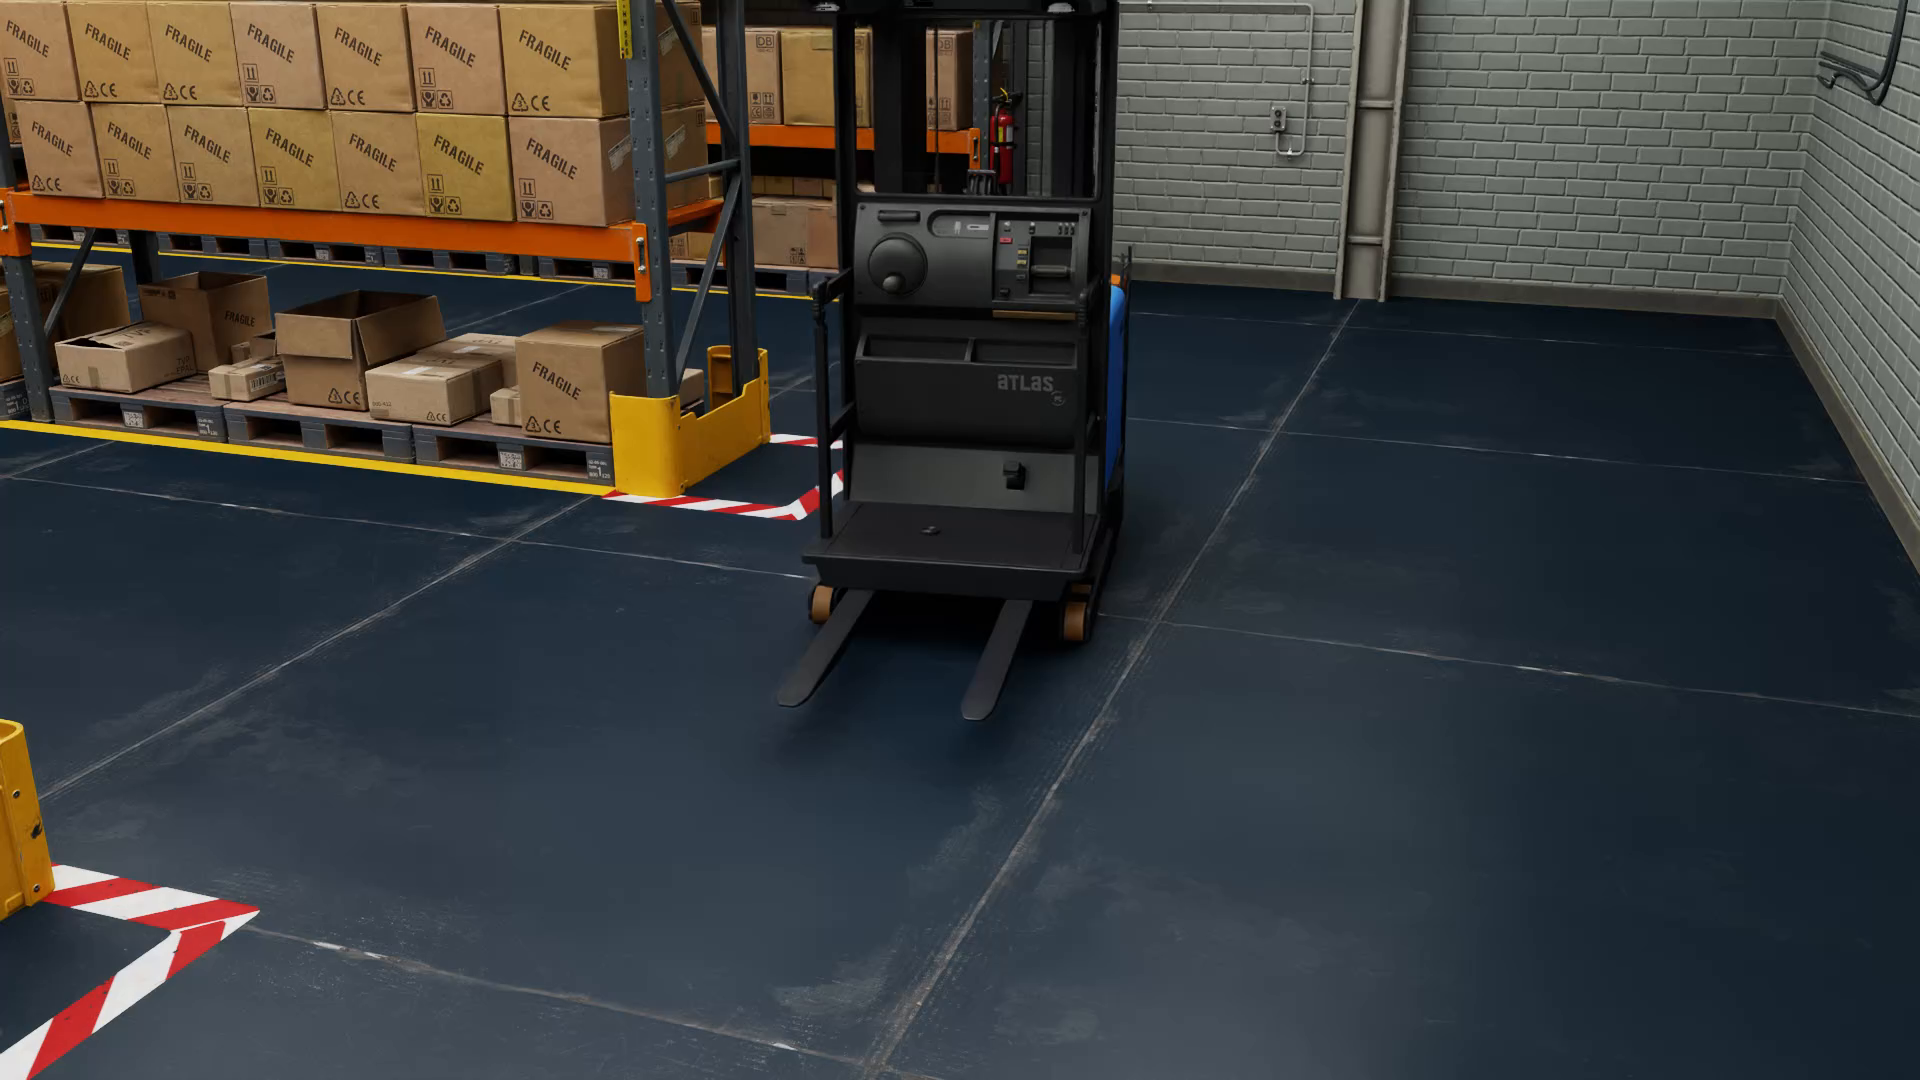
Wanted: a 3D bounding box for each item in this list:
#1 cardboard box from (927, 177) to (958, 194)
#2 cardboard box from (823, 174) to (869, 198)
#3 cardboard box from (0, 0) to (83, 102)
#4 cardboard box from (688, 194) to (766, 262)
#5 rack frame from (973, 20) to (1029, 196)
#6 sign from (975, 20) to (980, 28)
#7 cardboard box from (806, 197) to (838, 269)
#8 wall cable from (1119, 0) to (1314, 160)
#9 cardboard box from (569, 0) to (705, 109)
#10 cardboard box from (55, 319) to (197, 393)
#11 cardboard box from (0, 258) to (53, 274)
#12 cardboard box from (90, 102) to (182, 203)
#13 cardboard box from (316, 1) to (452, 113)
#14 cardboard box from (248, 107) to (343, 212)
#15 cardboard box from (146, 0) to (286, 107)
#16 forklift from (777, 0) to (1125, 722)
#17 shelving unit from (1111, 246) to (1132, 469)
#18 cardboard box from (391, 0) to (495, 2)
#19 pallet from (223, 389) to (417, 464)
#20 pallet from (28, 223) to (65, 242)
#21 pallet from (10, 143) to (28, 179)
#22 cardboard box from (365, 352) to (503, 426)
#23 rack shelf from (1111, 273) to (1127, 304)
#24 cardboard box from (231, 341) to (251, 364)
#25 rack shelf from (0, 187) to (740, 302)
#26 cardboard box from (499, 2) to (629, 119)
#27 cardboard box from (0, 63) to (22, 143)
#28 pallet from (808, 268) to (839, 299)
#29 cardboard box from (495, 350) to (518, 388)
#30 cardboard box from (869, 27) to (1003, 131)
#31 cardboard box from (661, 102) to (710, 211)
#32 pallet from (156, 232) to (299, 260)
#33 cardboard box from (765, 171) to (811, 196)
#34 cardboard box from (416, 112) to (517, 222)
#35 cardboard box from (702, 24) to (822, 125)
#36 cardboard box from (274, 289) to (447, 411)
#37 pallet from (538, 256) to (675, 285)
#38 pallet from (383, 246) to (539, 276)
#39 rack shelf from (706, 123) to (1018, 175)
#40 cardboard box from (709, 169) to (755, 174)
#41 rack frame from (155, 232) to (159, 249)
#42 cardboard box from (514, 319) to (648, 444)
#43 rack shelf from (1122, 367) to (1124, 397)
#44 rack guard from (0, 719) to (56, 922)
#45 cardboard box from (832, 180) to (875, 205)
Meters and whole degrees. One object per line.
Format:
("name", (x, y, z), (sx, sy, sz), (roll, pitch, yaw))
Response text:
("cardboard box", (-0.194, -2.765, 13.126), (0.250, 0.149, 0.380), (7, 20, 18))
("cardboard box", (-0.910, -2.847, 13.360), (0.250, 0.149, 0.380), (7, 20, 19))
("cardboard box", (-4.732, -2.620, 8.865), (0.500, 0.500, 0.500), (7, 20, 19))
("cardboard box", (-1.832, -2.574, 13.562), (0.500, 0.500, 0.700), (7, 20, 19))
("rack frame", (0.316, -3.348, 12.623), (0.127, 3.000, 1.000), (7, 20, 18))
("sign", (0.125, -3.839, 11.914), (0.005, 0.325, 0.100), (7, 20, 18))
("cardboard box", (-0.851, -2.464, 13.248), (0.500, 0.500, 0.700), (6, 20, 18))
("wall cable", (1.836, -3.983, 12.903), (1.851, 1.984, 0.084), (7, 20, 18))
("cardboard box", (-1.639, -2.456, 8.395), (0.500, 0.500, 0.500), (7, 20, 20))
("cardboard box", (-4.759, -1.065, 9.490), (0.500, 0.311, 0.500), (7, 20, 18))
("cardboard box", (-5.969, -1.449, 10.304), (0.500, 0.500, 0.500), (7, 20, 19))
("cardboard box", (-4.208, -2.092, 8.869), (0.500, 0.500, 0.500), (7, 20, 19))
("cardboard box", (-2.786, -2.398, 8.227), (0.500, 0.500, 0.500), (7, 20, 20))
("cardboard box", (-3.255, -1.983, 8.556), (0.500, 0.500, 0.500), (6, 20, 17))
("cardboard box", (-3.759, -2.509, 8.545), (0.500, 0.500, 0.500), (6, 20, 16))
("forklift", (0.010, -1.113, 6.316), (1.130, 2.935, 3.031), (3, 20, 10))
("shelving unit", (0.551, -0.827, 8.123), (0.503, 1.200, 0.258), (5, 19, 14))
("cardboard box", (-2.606, -2.566, 8.709), (0.500, 0.500, 0.500), (7, 20, 19))
("pallet", (-3.280, -0.717, 9.311), (1.213, 0.211, 1.003), (7, 20, 18))
("pallet", (-9.127, -3.112, 16.184), (1.213, 0.211, 1.003), (7, 20, 18))
("pallet", (-5.804, -2.269, 9.819), (1.213, 0.211, 1.003), (7, 20, 18))
("cardboard box", (-2.788, -0.810, 8.853), (0.500, 0.250, 0.500), (7, 20, 18))
("rack shelf", (0.552, -1.200, 7.997), (0.480, 0.148, 0.258), (5, 19, 14))
("cardboard box", (-4.080, -1.105, 9.853), (0.250, 0.149, 0.380), (7, 20, 18))
("rack shelf", (-3.195, -1.683, 8.941), (4.000, 0.370, 1.077), (7, 20, 18))
("cardboard box", (-1.817, -2.289, 7.915), (0.500, 0.500, 0.500), (6, 20, 18))
("cardboard box", (-5.459, -2.605, 9.703), (0.500, 0.500, 0.700), (0, 19, 0))
("pallet", (-0.465, -2.093, 13.260), (1.213, 0.211, 1.003), (7, 20, 18))
("cardboard box", (-2.199, -0.917, 9.160), (0.500, 0.250, 0.500), (7, 20, 18))
("cardboard box", (-0.169, -3.541, 12.723), (0.700, 0.700, 0.980), (7, 21, 21))
("cardboard box", (-1.639, -1.984, 8.559), (0.500, 0.500, 0.500), (7, 20, 19))
("pallet", (-6.521, -2.786, 15.249), (1.213, 0.211, 1.003), (7, 20, 18))
("cardboard box", (-1.393, -2.901, 13.517), (0.250, 0.149, 0.380), (7, 20, 19))
("cardboard box", (-2.310, -1.873, 8.240), (0.500, 0.500, 0.500), (7, 20, 19))
("cardboard box", (-1.577, -3.702, 13.183), (0.700, 0.700, 0.980), (6, 20, 15))
("cardboard box", (-3.308, -1.067, 9.203), (0.637, 0.503, 0.797), (7, 20, 18))
("pallet", (-2.770, -2.356, 14.016), (1.213, 0.211, 1.003), (7, 20, 18))
("pallet", (-4.216, -2.523, 14.493), (1.213, 0.211, 1.003), (7, 20, 18))
("rack shelf", (-1.573, -3.224, 13.361), (4.000, 0.370, 1.077), (7, 20, 18))
("cardboard box", (-1.876, -2.957, 13.675), (0.250, 0.149, 0.380), (7, 20, 19))
("rack frame", (-7.241, -4.212, 15.102), (0.127, 3.000, 1.000), (7, 20, 18))
("cardboard box", (-1.901, -0.817, 8.491), (0.500, 0.500, 0.500), (7, 20, 18))
("rack shelf", (0.551, -0.764, 8.144), (0.480, 0.148, 0.258), (5, 19, 14))
("rack guard", (-2.908, 0.912, 4.201), (0.348, 0.500, 1.175), (7, 20, 18))
("cardboard box", (-0.801, -2.701, 12.942), (0.250, 0.149, 0.380), (7, 20, 20))
